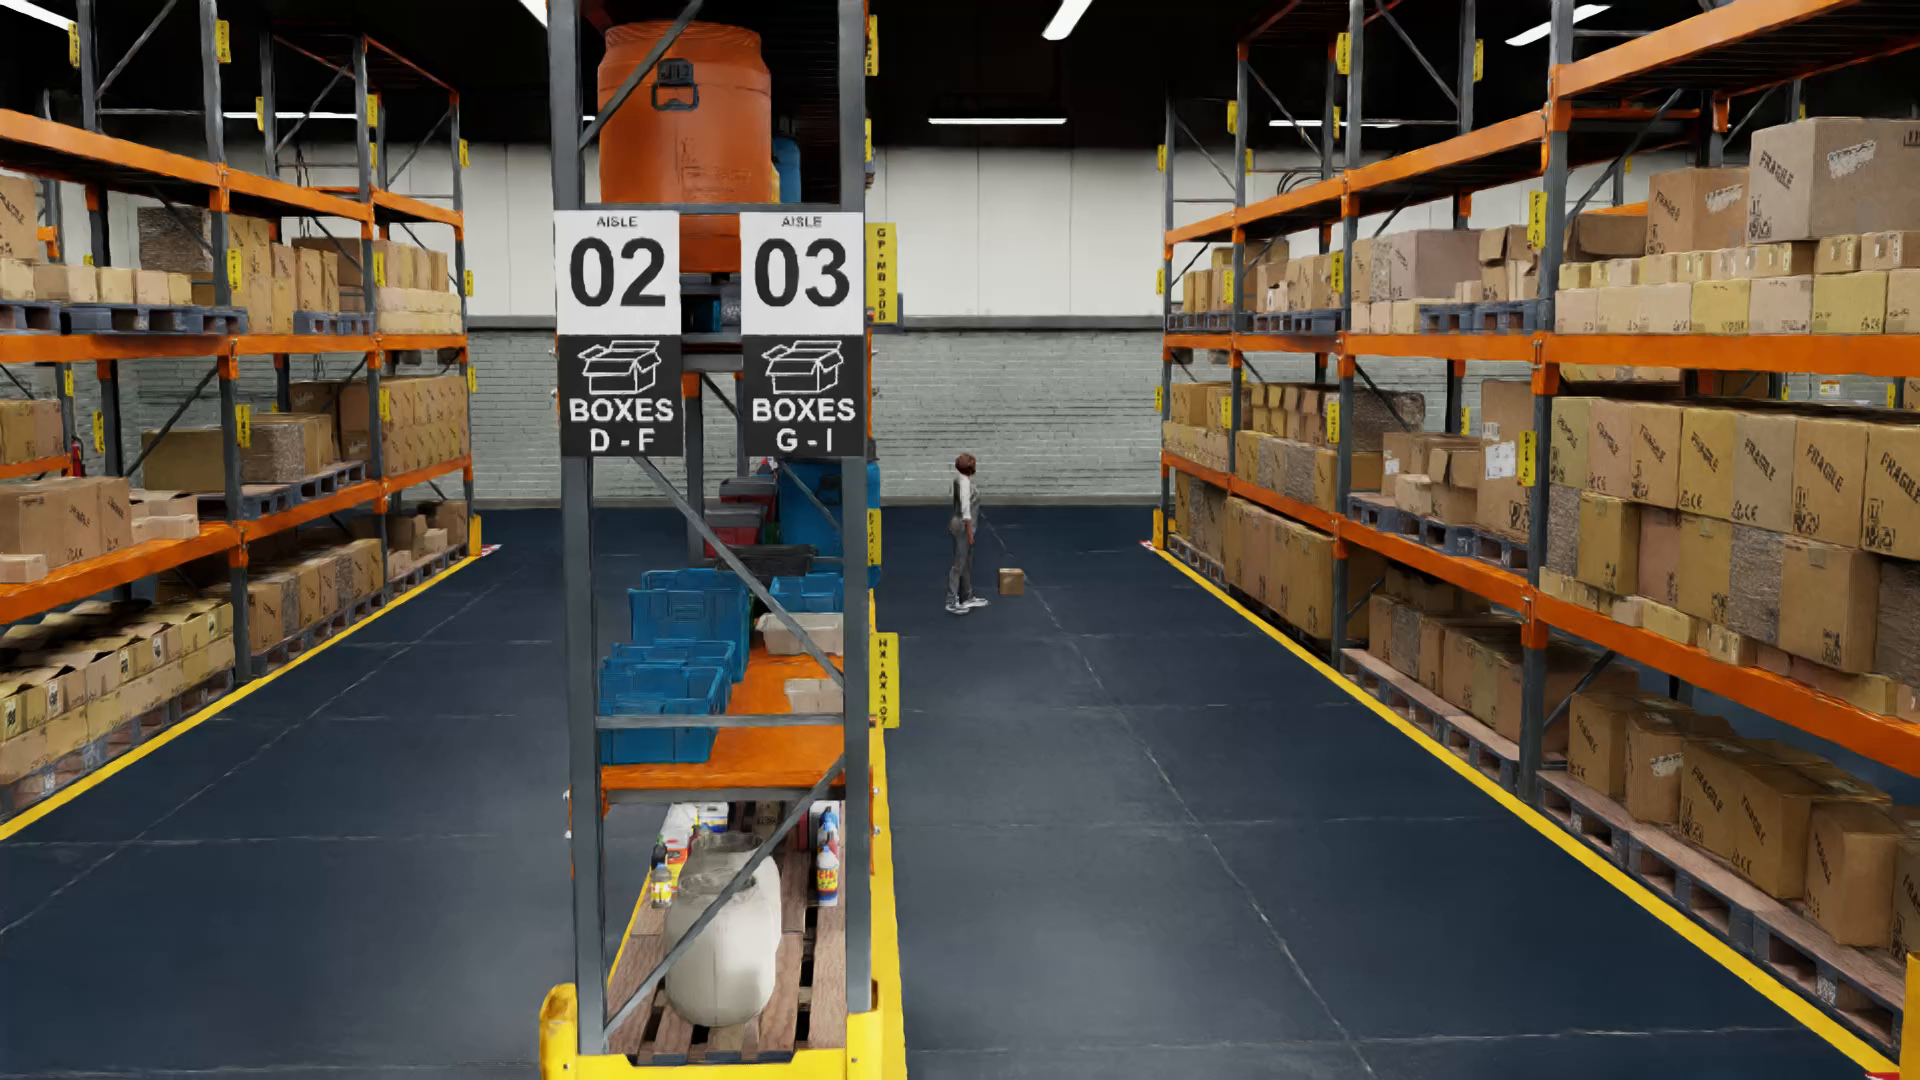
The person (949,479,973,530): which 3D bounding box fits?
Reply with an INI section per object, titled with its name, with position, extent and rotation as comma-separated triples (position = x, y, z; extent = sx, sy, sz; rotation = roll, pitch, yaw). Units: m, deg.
[person]
position = 0.041, -0.373, 16.781
extent = 0.300, 0.538, 0.465
rotation = -1, 7, -4
